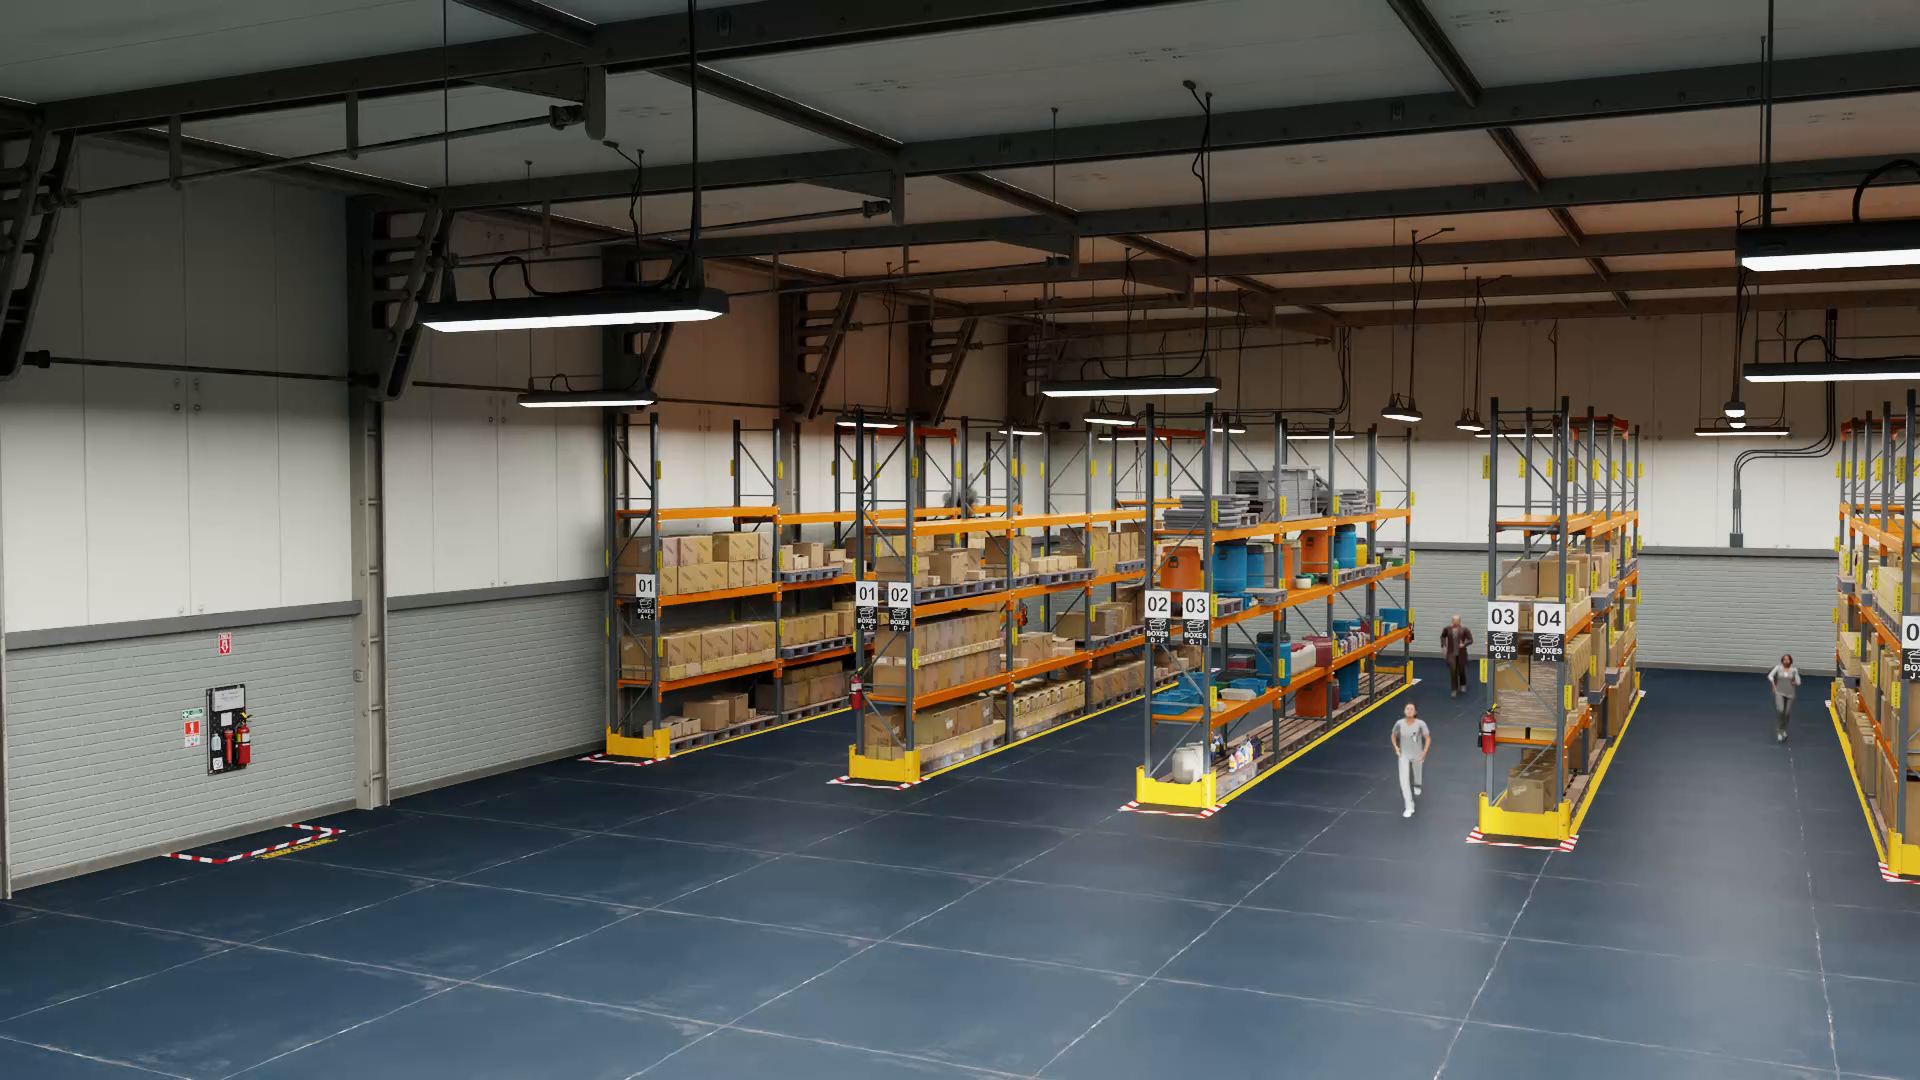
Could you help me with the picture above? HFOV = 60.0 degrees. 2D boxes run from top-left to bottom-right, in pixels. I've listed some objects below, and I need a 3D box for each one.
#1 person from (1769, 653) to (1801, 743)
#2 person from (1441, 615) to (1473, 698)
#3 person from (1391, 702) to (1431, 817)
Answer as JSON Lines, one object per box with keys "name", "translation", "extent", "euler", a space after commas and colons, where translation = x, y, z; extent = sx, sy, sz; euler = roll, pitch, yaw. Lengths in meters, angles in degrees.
{"name": "person", "translation": [15.255, 2.913, 30.744], "extent": [0.519, 1.644, 0.722], "euler": [1, 3, 20]}
{"name": "person", "translation": [11.019, 2.603, 36.915], "extent": [0.721, 1.706, 0.941], "euler": [1, 3, 22]}
{"name": "person", "translation": [6.591, 3.180, 24.348], "extent": [0.569, 1.635, 0.793], "euler": [1, 3, 19]}
